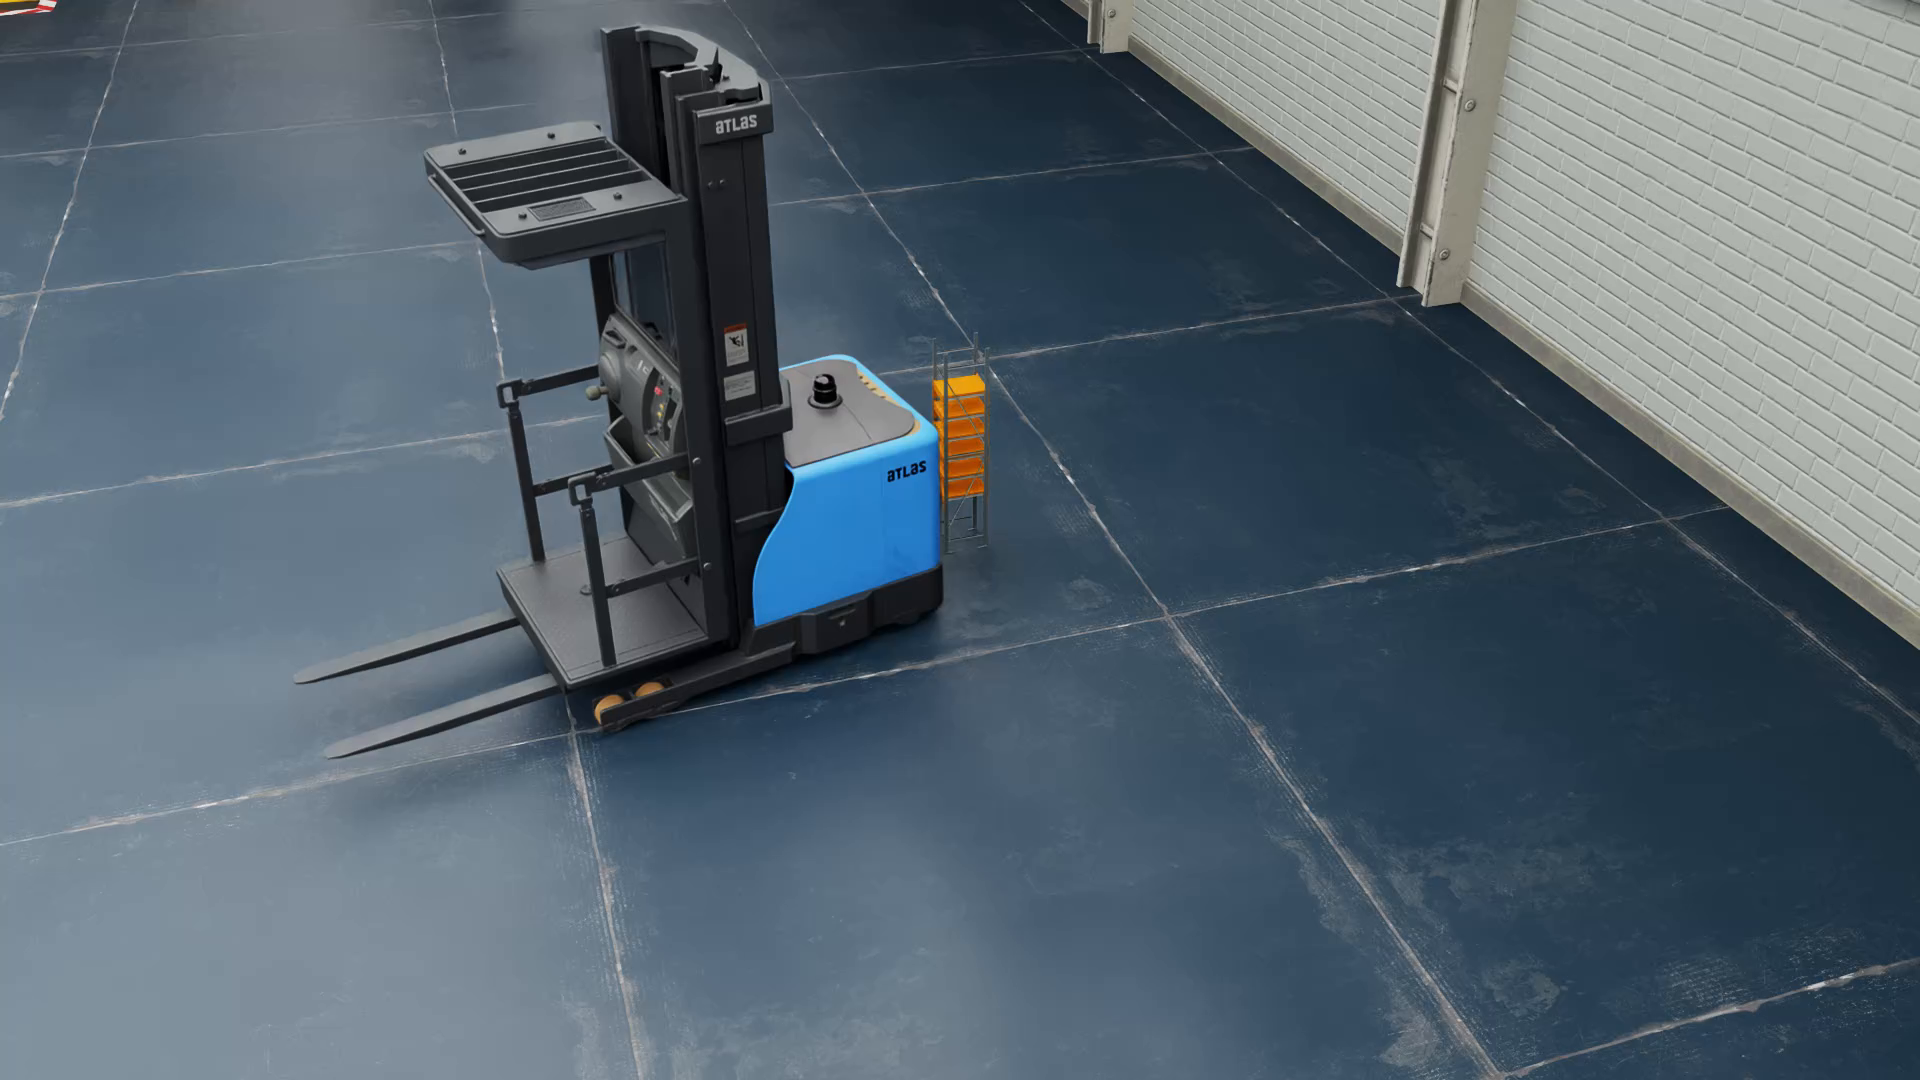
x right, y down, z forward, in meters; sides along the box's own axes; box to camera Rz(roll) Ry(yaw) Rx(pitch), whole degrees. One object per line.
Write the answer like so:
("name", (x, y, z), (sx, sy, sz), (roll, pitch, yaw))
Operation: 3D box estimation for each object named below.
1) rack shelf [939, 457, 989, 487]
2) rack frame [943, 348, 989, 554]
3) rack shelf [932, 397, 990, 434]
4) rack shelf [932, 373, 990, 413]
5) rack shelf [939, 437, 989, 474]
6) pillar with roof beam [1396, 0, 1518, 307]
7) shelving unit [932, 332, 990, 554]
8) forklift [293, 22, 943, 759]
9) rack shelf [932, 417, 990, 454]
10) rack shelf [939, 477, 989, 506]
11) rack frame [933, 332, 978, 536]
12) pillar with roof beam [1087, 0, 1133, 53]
("rack shelf", (0.004, -0.356, 8.818), (0.258, 0.103, 0.180), (-10, 35, -15))
("rack frame", (0.032, -0.445, 8.654), (0.240, 1.200, 0.006), (-10, 35, -15))
("rack shelf", (0.004, -0.656, 8.619), (0.258, 0.103, 0.180), (-10, 35, -15))
("rack shelf", (0.004, -0.756, 8.553), (0.258, 0.103, 0.180), (-10, 35, -15))
("rack shelf", (0.004, -0.456, 8.752), (0.258, 0.103, 0.180), (-10, 35, -15))
("pillar with roof beam", (-0.795, -4.772, 8.129), (9.100, 9.000, 0.400), (-10, 35, -15))
("shelving unit", (0.004, -0.493, 8.727), (0.258, 1.200, 0.189), (-10, 35, -15))
("forklift", (-1.618, -0.667, 7.421), (3.031, 2.935, 1.130), (-18, 37, -25))
("rack shelf", (0.004, -0.556, 8.686), (0.258, 0.103, 0.180), (-10, 35, -15))
("rack shelf", (0.004, -0.256, 8.884), (0.258, 0.103, 0.180), (-10, 35, -15))
("rack frame", (-0.023, -0.541, 8.800), (0.240, 1.200, 0.006), (-10, 35, -15))
("pillar with roof beam", (-2.625, -7.922, 12.896), (9.100, 9.000, 0.400), (-10, 35, -15))
